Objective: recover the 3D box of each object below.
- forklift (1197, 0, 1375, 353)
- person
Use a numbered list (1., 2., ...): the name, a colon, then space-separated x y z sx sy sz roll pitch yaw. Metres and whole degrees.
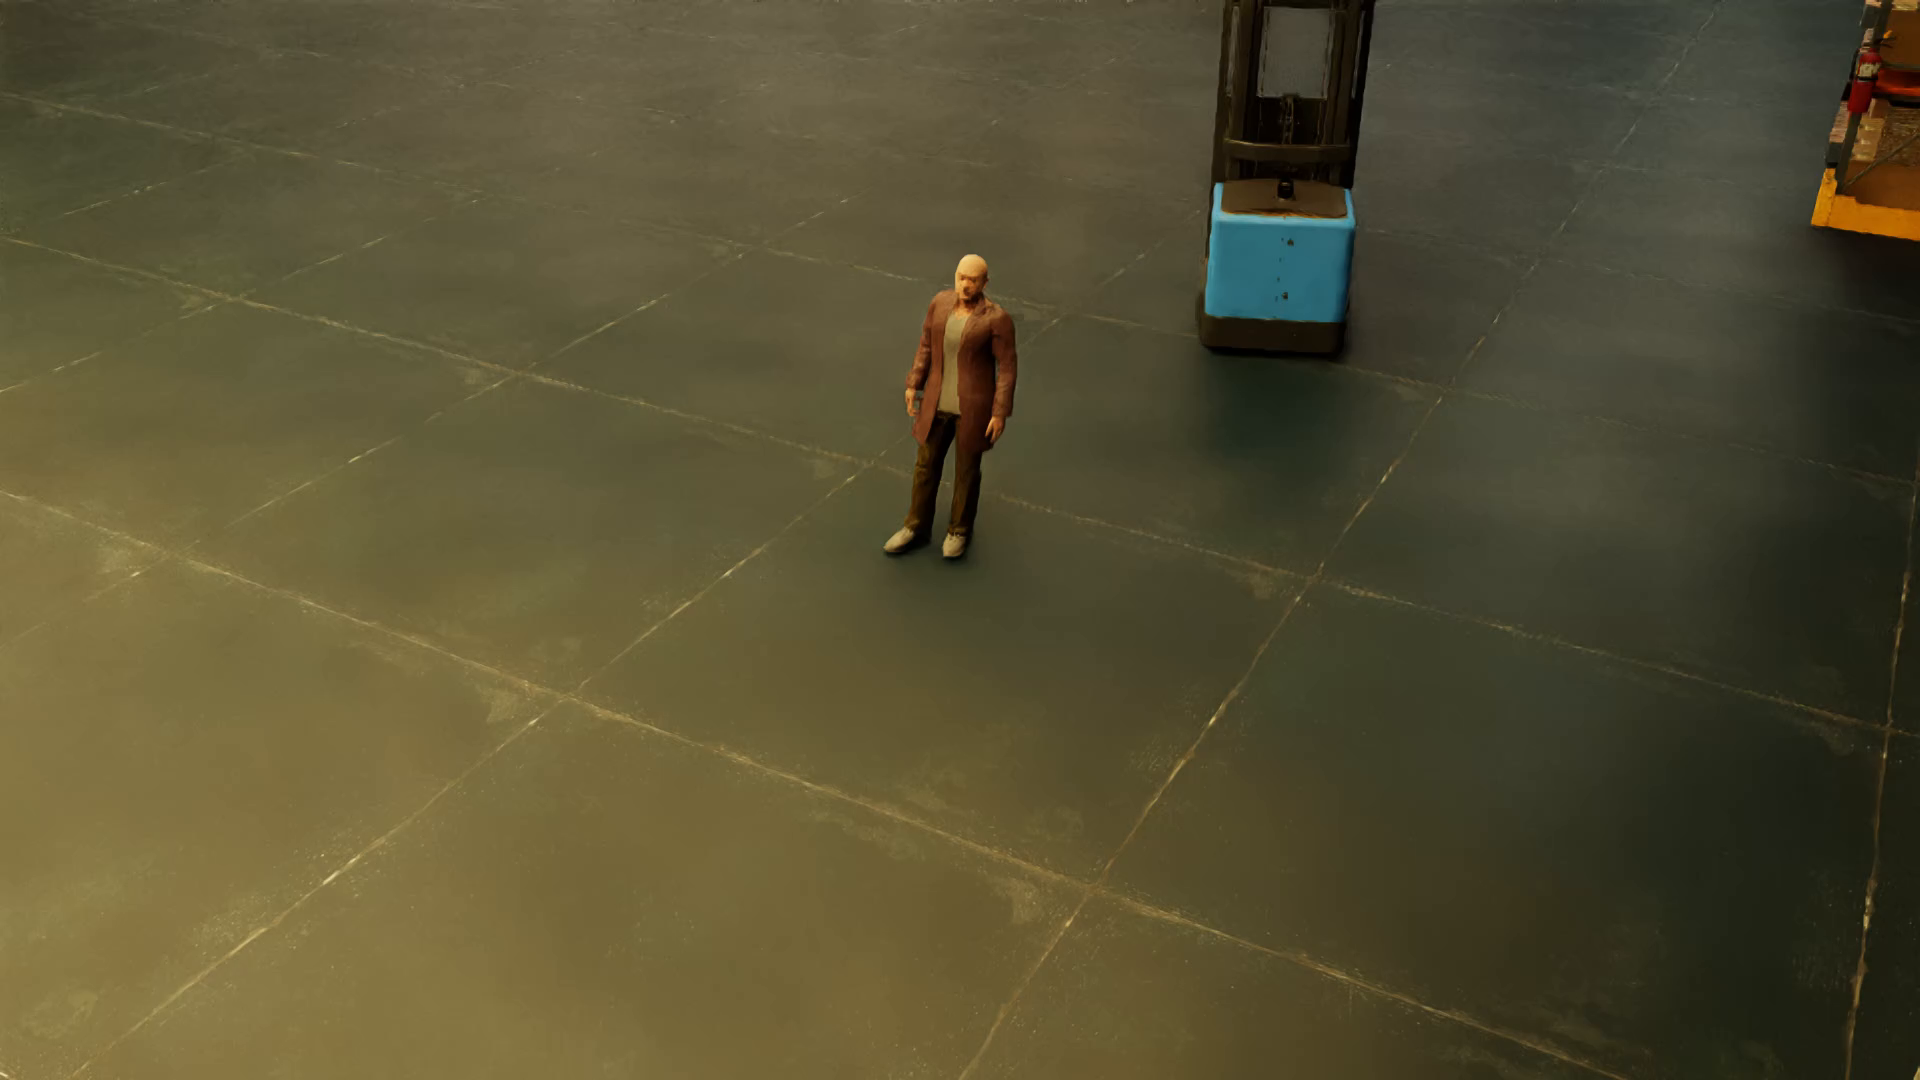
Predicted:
1. forklift: 2.538 -3.361 12.893 1.130 2.935 3.031 4 30 8
2. person: -0.048 -0.737 9.488 0.694 1.776 0.580 15 33 25
